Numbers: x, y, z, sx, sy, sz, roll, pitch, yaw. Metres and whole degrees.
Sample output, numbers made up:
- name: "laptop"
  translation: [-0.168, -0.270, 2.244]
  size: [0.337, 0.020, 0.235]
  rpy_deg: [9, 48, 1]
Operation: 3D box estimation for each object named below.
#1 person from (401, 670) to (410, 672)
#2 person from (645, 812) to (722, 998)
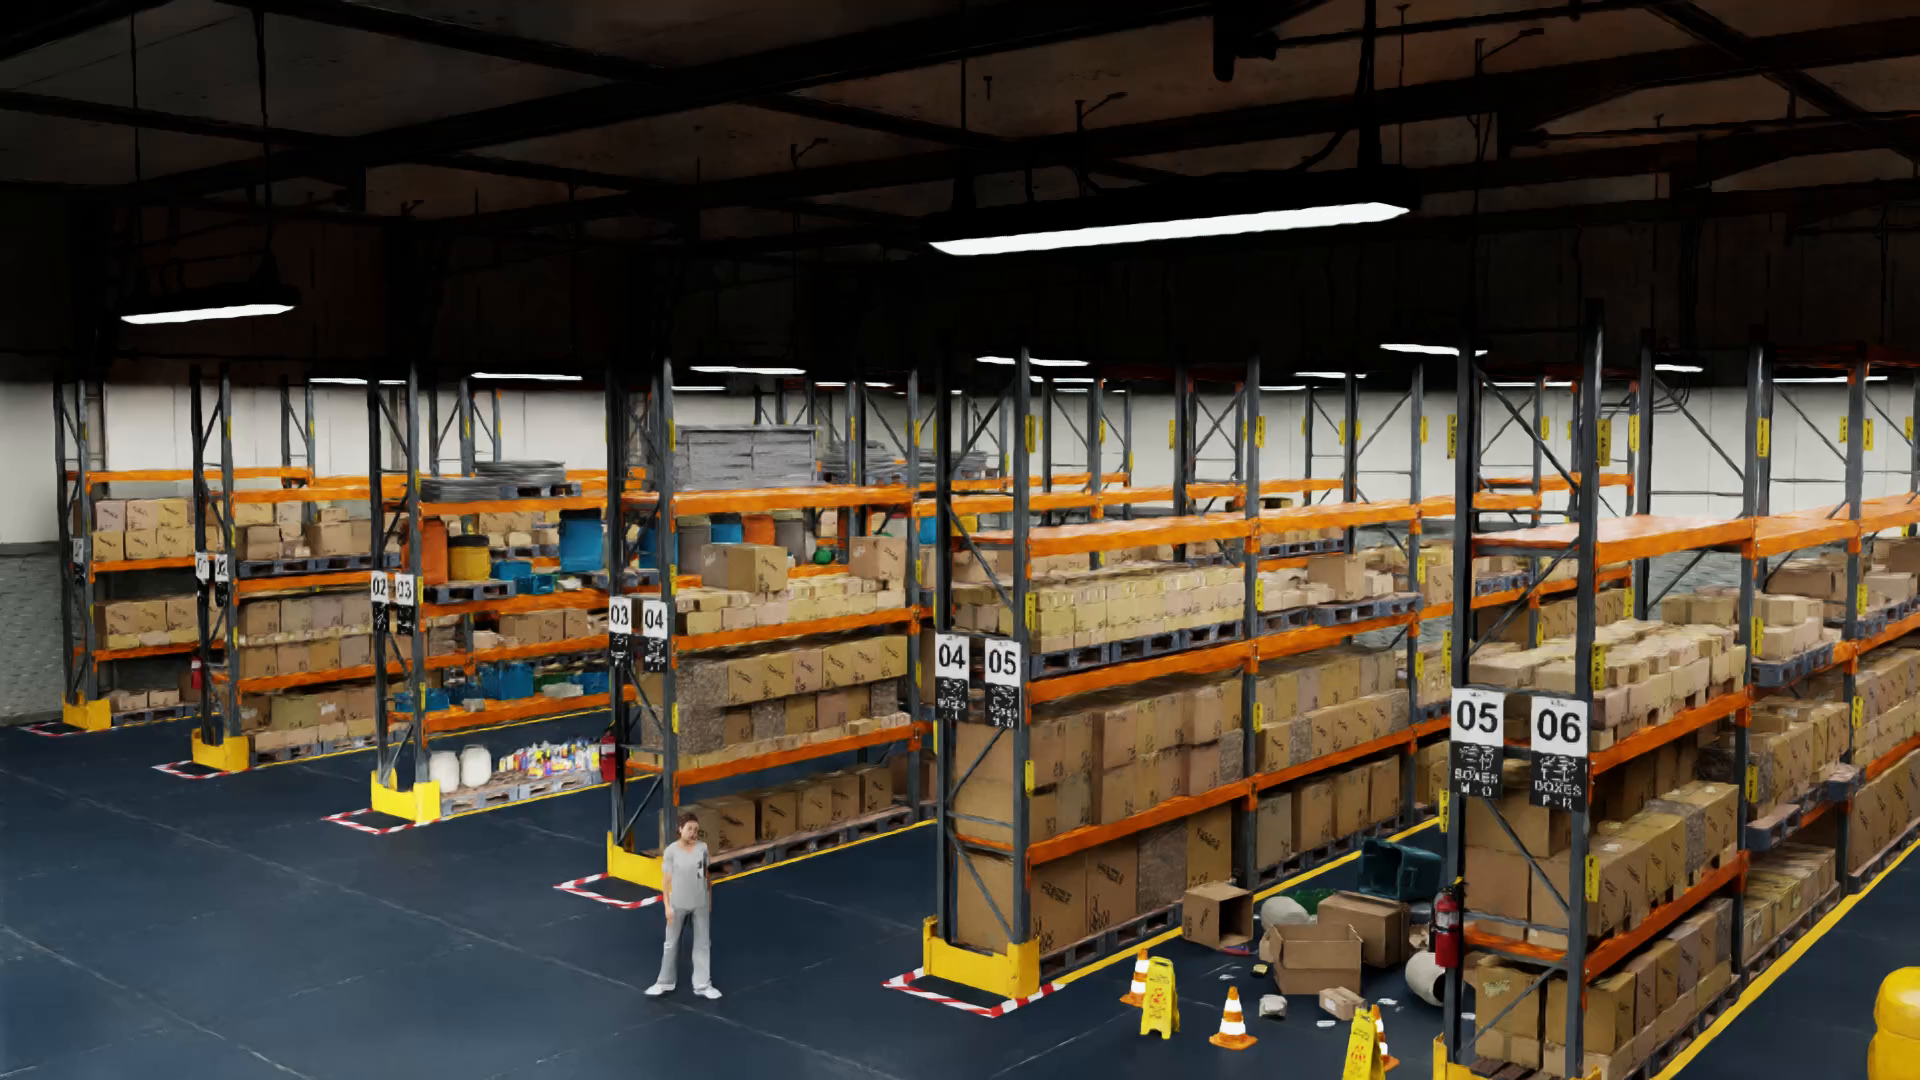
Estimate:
- name: "person"
  translation: [-9.712, 2.244, 29.251]
  size: [0.399, 1.602, 0.469]
  rpy_deg: [1, 4, 8]
- name: "person"
  translation: [-2.489, 3.257, 14.866]
  size: [0.647, 1.671, 0.434]
  rpy_deg: [-1, 4, -19]
